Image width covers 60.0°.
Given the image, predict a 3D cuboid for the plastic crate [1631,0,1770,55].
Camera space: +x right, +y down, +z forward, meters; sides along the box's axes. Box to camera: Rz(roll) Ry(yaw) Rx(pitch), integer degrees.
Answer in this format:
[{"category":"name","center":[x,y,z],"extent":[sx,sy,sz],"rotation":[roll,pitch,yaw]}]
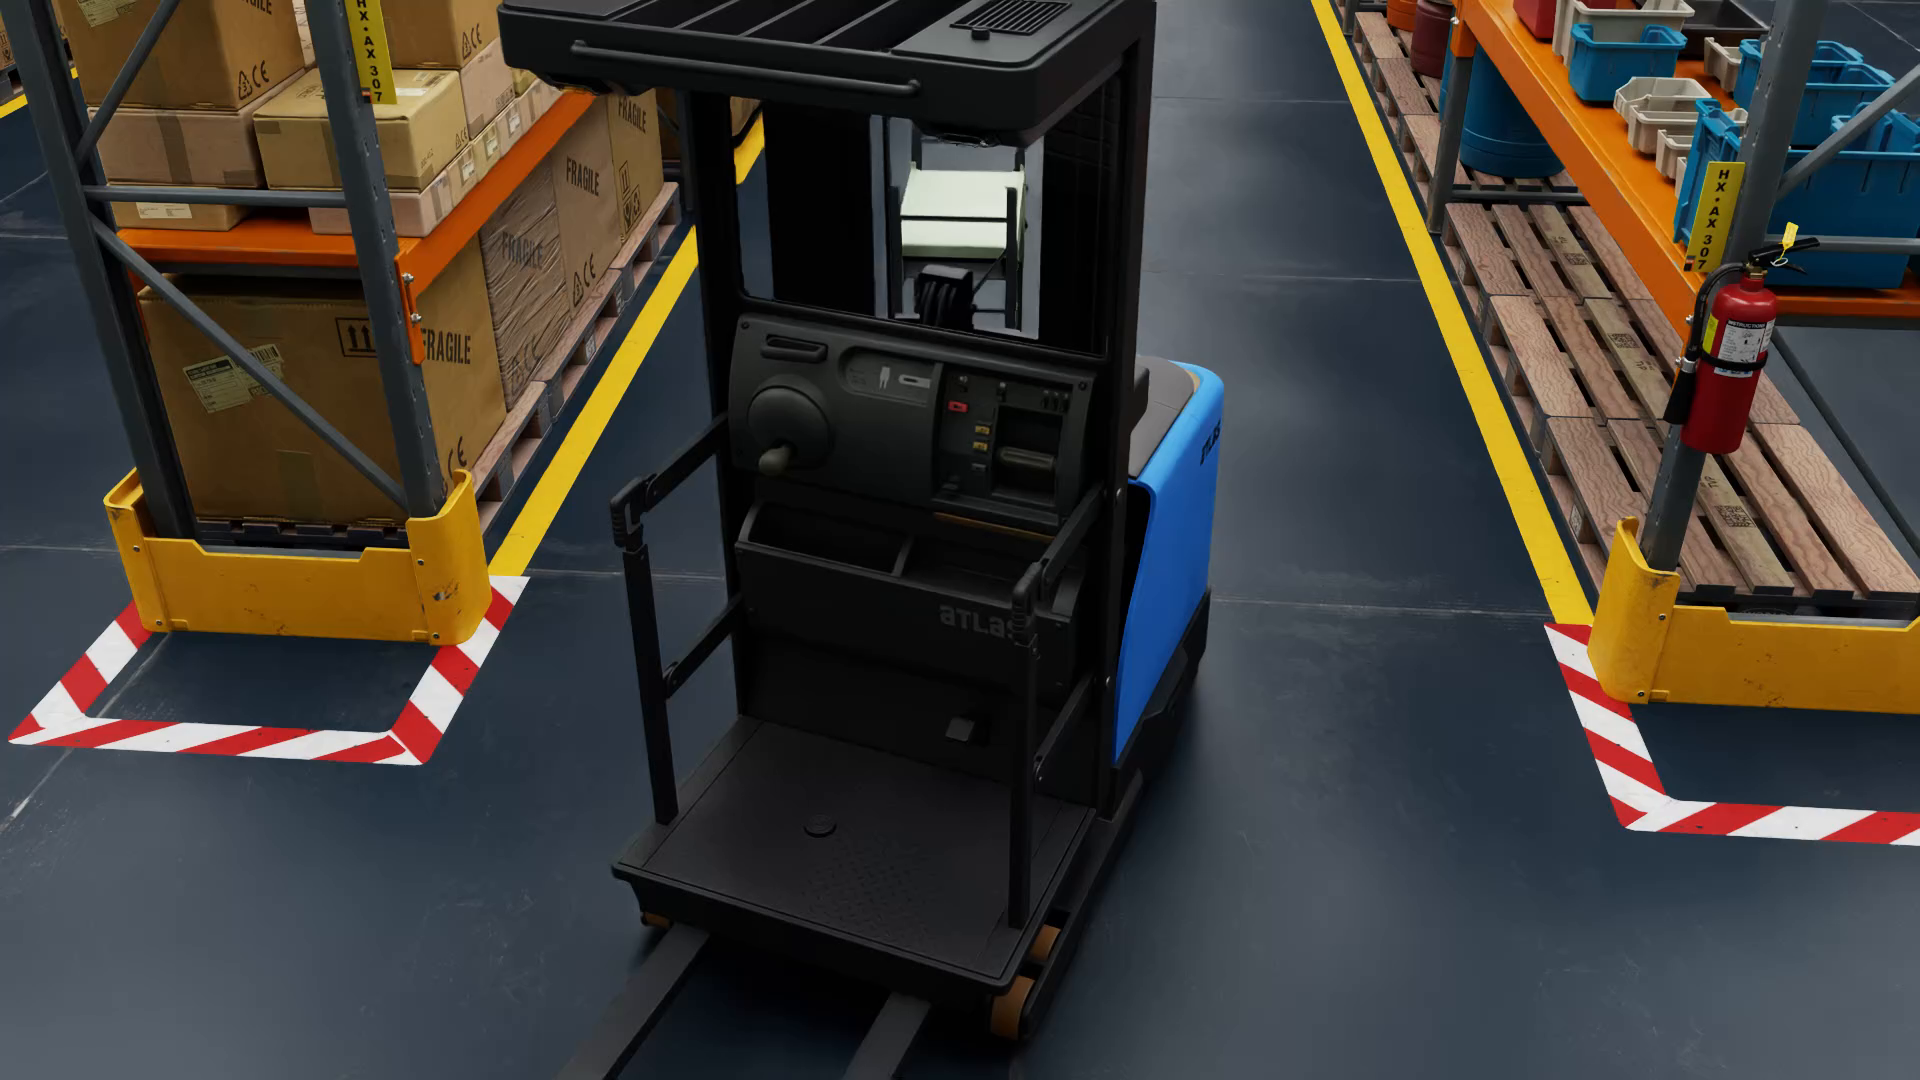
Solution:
[{"category":"plastic crate","center":[3.190,-2.232,7.218],"extent":[0.437,0.125,0.590],"rotation":[2,32,4]}]

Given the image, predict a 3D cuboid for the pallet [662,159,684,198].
[{"category":"pallet","center":[-1.936,-2.352,9.865],"extent":[1.003,0.211,1.213],"rotation":[2,32,4]}]

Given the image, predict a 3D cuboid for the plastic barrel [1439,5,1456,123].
[{"category":"plastic barrel","center":[3.132,-2.860,9.631],"extent":[0.600,0.901,0.708],"rotation":[2,32,4]}]

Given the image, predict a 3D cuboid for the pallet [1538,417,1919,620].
[{"category":"pallet","center":[2.793,-0.071,6.164],"extent":[1.003,0.211,1.213],"rotation":[2,32,4]}]

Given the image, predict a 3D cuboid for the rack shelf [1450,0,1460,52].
[{"category":"rack shelf","center":[3.176,-3.660,10.015],"extent":[1.077,0.370,4.000],"rotation":[2,32,4]}]

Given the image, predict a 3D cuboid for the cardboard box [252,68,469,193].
[{"category":"cardboard box","center":[-1.941,-1.343,5.429],"extent":[0.500,0.250,0.500],"rotation":[2,32,3]}]

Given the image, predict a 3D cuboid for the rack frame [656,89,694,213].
[{"category":"rack frame","center":[-1.923,-3.132,8.473],"extent":[1.000,3.000,0.127],"rotation":[2,32,4]}]

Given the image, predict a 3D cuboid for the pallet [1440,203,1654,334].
[{"category":"pallet","center":[2.992,-1.347,8.235],"extent":[1.003,0.211,1.213],"rotation":[2,32,4]}]

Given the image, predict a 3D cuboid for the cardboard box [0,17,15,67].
[{"category":"cardboard box","center":[-6.463,-3.438,10.951],"extent":[0.500,0.500,0.500],"rotation":[3,32,5]}]

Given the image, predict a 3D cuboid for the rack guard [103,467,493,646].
[{"category":"rack guard","center":[-2.251,0.036,5.714],"extent":[1.175,0.500,0.348],"rotation":[2,32,4]}]

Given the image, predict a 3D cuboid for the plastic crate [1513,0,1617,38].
[{"category":"plastic crate","center":[2.691,-2.517,7.357],"extent":[0.402,0.464,0.583],"rotation":[2,32,4]}]

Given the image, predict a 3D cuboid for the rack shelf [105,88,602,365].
[{"category":"rack shelf","center":[-2.086,-1.780,6.965],"extent":[1.077,0.370,4.000],"rotation":[2,32,4]}]

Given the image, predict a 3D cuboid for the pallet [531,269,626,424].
[{"category":"pallet","center":[-2.160,-0.911,7.527],"extent":[1.003,0.211,1.213],"rotation":[2,32,4]}]

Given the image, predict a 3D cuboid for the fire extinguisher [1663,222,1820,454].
[{"category":"fire extinguisher","center":[2.222,-0.578,4.757],"extent":[0.296,0.674,0.183],"rotation":[2,32,4]}]

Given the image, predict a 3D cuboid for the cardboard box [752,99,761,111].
[{"category":"cardboard box","center":[-1.819,-3.209,10.223],"extent":[1.225,0.875,0.875],"rotation":[1,32,2]}]

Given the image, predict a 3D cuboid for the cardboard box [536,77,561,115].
[{"category":"cardboard box","center":[-1.789,-1.777,6.514],"extent":[0.380,0.149,0.250],"rotation":[2,32,3]}]

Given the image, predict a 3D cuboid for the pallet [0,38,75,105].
[{"category":"pallet","center":[-6.700,-3.256,11.333],"extent":[1.003,0.211,1.213],"rotation":[2,32,4]}]

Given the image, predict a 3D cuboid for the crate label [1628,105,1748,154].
[{"category":"crate label","center":[2.610,-1.474,5.977],"extent":[0.396,0.136,0.243],"rotation":[2,32,4]}]

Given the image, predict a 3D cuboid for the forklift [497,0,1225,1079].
[{"category":"forklift","center":[-0.213,-0.239,3.844],"extent":[1.130,2.935,3.031],"rotation":[12,34,19]}]

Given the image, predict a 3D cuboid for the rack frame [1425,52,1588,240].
[{"category":"rack frame","center":[3.013,-2.920,8.130],"extent":[1.000,3.000,0.127],"rotation":[2,32,4]}]

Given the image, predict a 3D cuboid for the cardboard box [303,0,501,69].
[{"category":"cardboard box","center":[-1.900,-1.923,5.656],"extent":[0.500,0.500,0.500],"rotation":[2,32,3]}]

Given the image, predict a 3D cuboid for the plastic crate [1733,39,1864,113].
[{"category":"plastic crate","center":[3.167,-1.744,6.322],"extent":[0.416,0.233,0.300],"rotation":[2,32,4]}]

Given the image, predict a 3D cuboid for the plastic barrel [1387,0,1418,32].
[{"category":"plastic barrel","center":[3.316,-4.010,11.567],"extent":[0.600,0.830,0.708],"rotation":[2,32,4]}]

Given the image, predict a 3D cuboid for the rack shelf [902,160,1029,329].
[{"category":"rack shelf","center":[0.007,-0.990,5.676],"extent":[0.431,0.370,0.720],"rotation":[2,32,3]}]

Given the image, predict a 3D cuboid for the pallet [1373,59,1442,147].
[{"category":"pallet","center":[3.214,-2.775,10.551],"extent":[1.003,0.211,1.213],"rotation":[2,32,4]}]

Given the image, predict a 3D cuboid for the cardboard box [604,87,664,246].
[{"category":"cardboard box","center":[-2.057,-2.065,8.366],"extent":[0.875,0.875,0.875],"rotation":[2,32,4]}]

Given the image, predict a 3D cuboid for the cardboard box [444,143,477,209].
[{"category":"cardboard box","center":[-1.872,-1.239,5.641],"extent":[0.380,0.149,0.250],"rotation":[2,32,3]}]

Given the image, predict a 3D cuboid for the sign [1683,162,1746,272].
[{"category":"sign","center":[2.138,-0.913,4.717],"extent":[0.100,0.325,0.005],"rotation":[2,32,4]}]

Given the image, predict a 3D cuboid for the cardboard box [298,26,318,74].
[{"category":"cardboard box","center":[-2.432,-1.633,5.900],"extent":[0.500,0.250,0.500],"rotation":[2,32,3]}]

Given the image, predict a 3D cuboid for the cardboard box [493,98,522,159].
[{"category":"cardboard box","center":[-1.831,-1.509,6.080],"extent":[0.380,0.149,0.250],"rotation":[2,32,3]}]

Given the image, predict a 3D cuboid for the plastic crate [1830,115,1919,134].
[{"category":"plastic crate","center":[3.089,-1.242,5.509],"extent":[0.416,0.233,0.300],"rotation":[2,32,4]}]

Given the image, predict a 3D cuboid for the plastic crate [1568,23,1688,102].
[{"category":"plastic crate","center":[2.599,-1.868,6.524],"extent":[0.416,0.233,0.300],"rotation":[2,32,4]}]

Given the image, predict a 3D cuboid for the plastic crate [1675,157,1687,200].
[{"category":"plastic crate","center":[2.573,-1.176,5.494],"extent":[0.396,0.136,0.243],"rotation":[2,32,4]}]

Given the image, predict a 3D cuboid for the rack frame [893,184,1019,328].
[{"category":"rack frame","center":[-0.017,-0.465,5.575],"extent":[0.400,1.500,0.023],"rotation":[2,32,3]}]

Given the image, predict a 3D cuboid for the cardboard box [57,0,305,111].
[{"category":"cardboard box","center":[-2.471,-1.688,5.275],"extent":[0.500,0.500,0.500],"rotation":[3,32,5]}]

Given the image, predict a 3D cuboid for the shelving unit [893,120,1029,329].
[{"category":"shelving unit","center":[0.007,-0.661,5.884],"extent":[0.431,1.500,0.755],"rotation":[2,32,3]}]

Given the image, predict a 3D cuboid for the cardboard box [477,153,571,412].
[{"category":"cardboard box","center":[-2.203,-1.129,6.847],"extent":[0.875,0.875,0.875],"rotation":[2,32,4]}]

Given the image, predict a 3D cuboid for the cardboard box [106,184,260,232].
[{"category":"cardboard box","center":[-2.548,-1.134,5.470],"extent":[0.380,0.149,0.250],"rotation":[3,32,5]}]

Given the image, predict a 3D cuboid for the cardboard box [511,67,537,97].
[{"category":"cardboard box","center":[-1.861,-1.877,6.297],"extent":[0.500,0.250,0.500],"rotation":[1,32,2]}]
